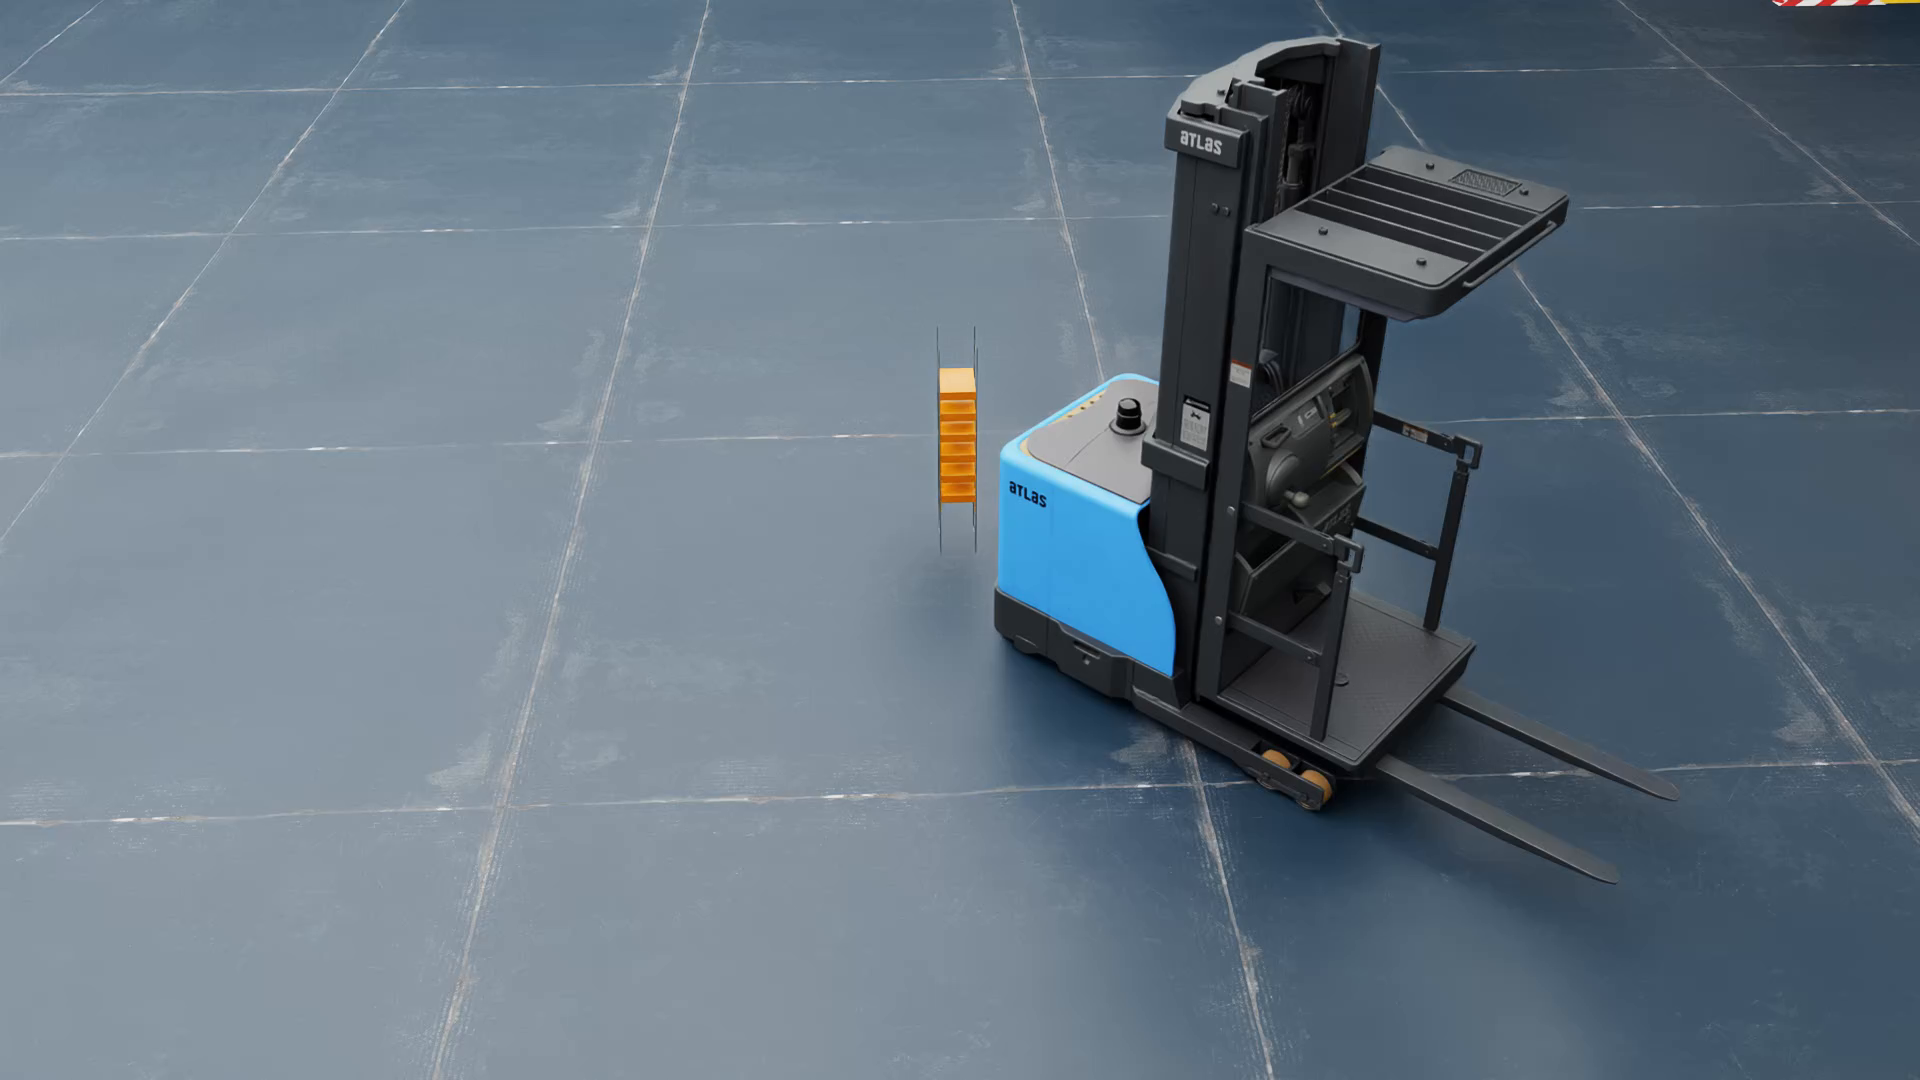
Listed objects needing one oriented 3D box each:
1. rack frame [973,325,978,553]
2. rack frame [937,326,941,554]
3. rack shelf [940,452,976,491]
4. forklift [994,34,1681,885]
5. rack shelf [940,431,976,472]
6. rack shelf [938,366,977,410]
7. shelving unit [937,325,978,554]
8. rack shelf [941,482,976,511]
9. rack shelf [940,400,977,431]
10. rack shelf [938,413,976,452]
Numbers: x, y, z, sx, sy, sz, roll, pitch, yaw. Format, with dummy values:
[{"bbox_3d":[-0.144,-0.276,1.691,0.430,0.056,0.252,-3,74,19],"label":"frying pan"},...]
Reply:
[{"bbox_3d":[0.077,-0.495,8.412,0.006,1.200,0.240,-2,35,-2],"label":"rack frame"},{"bbox_3d":[-0.106,-0.491,8.404,0.006,1.200,0.240,-2,35,-2],"label":"rack frame"},{"bbox_3d":[-0.014,-0.358,8.502,0.180,0.103,0.258,-2,35,-2],"label":"rack shelf"},{"bbox_3d":[1.609,-0.396,6.747,3.031,2.935,1.130,26,42,32],"label":"forklift"},{"bbox_3d":[-0.014,-0.456,8.433,0.180,0.103,0.258,-2,35,-2],"label":"rack shelf"},{"bbox_3d":[-0.014,-0.752,8.228,0.180,0.103,0.258,-2,35,-2],"label":"rack shelf"},{"bbox_3d":[-0.014,-0.493,8.408,0.189,1.200,0.258,-2,35,-2],"label":"shelving unit"},{"bbox_3d":[-0.014,-0.259,8.570,0.180,0.103,0.258,-2,35,-2],"label":"rack shelf"},{"bbox_3d":[-0.014,-0.654,8.297,0.180,0.103,0.258,-2,35,-2],"label":"rack shelf"},{"bbox_3d":[-0.014,-0.555,8.365,0.180,0.103,0.258,-2,35,-2],"label":"rack shelf"}]
